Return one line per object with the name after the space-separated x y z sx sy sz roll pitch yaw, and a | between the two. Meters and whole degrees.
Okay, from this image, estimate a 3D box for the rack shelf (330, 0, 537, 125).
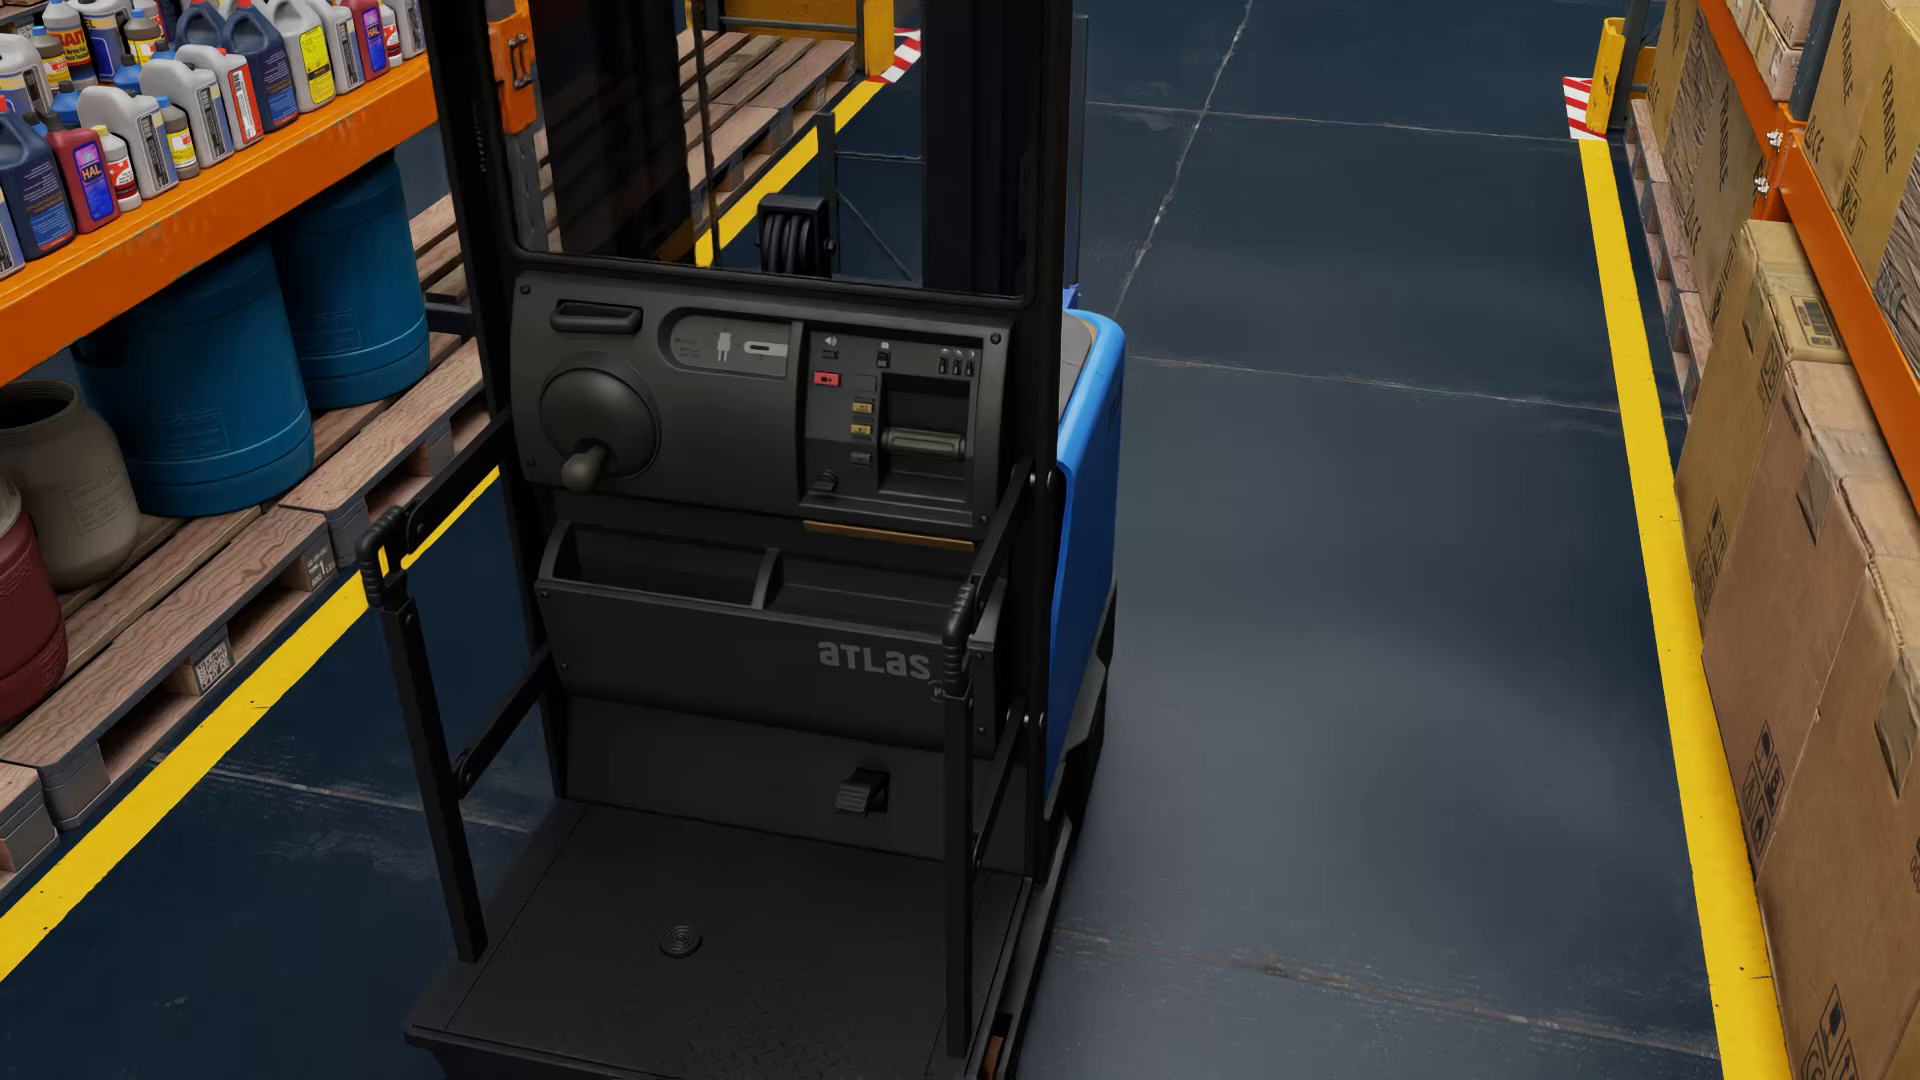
-1.471 -2.685 7.347 1.077 0.370 4.000 8 33 12 | rack shelf

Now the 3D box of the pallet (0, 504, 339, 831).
-2.523 0.256 4.650 1.003 0.211 1.213 8 33 12 | pallet

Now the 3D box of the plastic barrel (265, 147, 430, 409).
-2.134 -0.962 5.532 0.600 0.901 0.708 8 33 12 | plastic barrel

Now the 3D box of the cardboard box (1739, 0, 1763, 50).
2.703 -1.640 5.267 0.380 0.149 0.250 7 33 12 | cardboard box

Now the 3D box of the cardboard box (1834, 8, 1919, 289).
2.327 -0.852 3.702 0.500 0.500 0.500 8 33 12 | cardboard box

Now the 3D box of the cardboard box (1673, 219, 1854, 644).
2.669 -0.222 4.392 1.225 0.875 0.875 8 33 13 | cardboard box

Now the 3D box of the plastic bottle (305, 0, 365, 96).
-1.859 -1.460 4.866 0.152 0.276 0.135 8 33 12 | plastic bottle

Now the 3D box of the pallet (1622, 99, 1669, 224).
3.700 -1.749 7.805 1.003 0.211 1.213 8 33 12 | pallet

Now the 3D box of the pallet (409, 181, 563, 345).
-1.830 -1.160 6.879 1.003 0.211 1.213 8 33 12 | pallet

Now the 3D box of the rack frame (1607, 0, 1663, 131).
3.827 -3.352 7.726 1.000 3.000 0.127 8 33 12 | rack frame

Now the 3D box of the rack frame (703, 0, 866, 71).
-0.964 -4.026 8.787 1.000 3.000 0.127 8 33 12 | rack frame

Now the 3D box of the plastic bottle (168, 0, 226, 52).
-2.082 -1.332 4.595 0.144 0.351 0.185 8 33 12 | plastic bottle

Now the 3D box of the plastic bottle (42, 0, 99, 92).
-2.614 -1.461 4.873 0.097 0.271 0.097 0 32 0 | plastic bottle

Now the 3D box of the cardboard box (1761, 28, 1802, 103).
2.572 -1.373 4.848 0.380 0.149 0.250 8 33 13 | cardboard box

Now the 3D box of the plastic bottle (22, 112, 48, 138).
-2.176 -0.881 3.960 0.097 0.271 0.097 0 32 0 | plastic bottle

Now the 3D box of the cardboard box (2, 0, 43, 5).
-5.654 -3.517 9.907 0.500 0.500 0.500 8 33 12 | cardboard box

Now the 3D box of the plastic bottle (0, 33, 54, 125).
-2.553 -1.208 4.471 0.152 0.276 0.135 8 33 12 | plastic bottle

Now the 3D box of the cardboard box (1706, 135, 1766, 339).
3.057 -0.888 5.440 0.875 0.875 0.875 8 33 12 | cardboard box

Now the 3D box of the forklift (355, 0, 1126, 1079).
-0.420 -0.191 2.818 1.130 2.935 3.031 7 33 11 | forklift

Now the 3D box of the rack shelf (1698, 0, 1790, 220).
3.319 -2.010 6.287 1.077 0.370 4.000 8 33 12 | rack shelf

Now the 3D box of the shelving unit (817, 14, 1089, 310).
0.012 -0.664 4.897 0.538 1.500 1.048 7 33 11 | shelving unit

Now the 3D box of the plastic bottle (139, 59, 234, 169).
-2.021 -1.128 4.345 0.152 0.276 0.135 8 33 12 | plastic bottle

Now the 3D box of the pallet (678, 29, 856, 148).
-1.211 -2.427 8.870 1.003 0.211 1.213 8 33 12 | pallet

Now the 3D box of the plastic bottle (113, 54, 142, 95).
-2.147 -1.134 4.357 0.097 0.271 0.097 0 32 0 | plastic bottle

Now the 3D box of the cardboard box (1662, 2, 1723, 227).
3.511 -1.817 6.901 0.875 0.875 0.875 8 33 12 | cardboard box

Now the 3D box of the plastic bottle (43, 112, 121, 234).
-2.095 -0.885 3.955 0.061 0.283 0.133 8 33 12 | plastic bottle

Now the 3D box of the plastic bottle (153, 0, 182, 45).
-2.519 -1.700 5.236 0.061 0.283 0.133 8 33 12 | plastic bottle

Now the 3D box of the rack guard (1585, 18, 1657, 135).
3.833 -2.309 8.416 1.175 0.500 0.348 8 33 12 | rack guard

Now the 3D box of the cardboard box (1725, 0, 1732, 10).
2.833 -1.907 5.688 0.380 0.149 0.250 9 33 13 | cardboard box

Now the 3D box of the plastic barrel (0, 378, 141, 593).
-2.543 -0.149 4.616 0.421 0.512 0.421 0 32 0 | plastic barrel

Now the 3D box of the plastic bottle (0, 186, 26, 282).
-2.220 -0.722 3.706 0.152 0.276 0.135 8 33 12 | plastic bottle

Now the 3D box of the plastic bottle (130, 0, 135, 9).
-2.555 -1.582 5.062 0.097 0.271 0.097 0 32 0 | plastic bottle

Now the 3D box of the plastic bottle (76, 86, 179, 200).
-2.080 -1.008 4.155 0.152 0.276 0.135 8 33 12 | plastic bottle

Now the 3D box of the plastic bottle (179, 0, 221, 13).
-2.392 -1.770 5.284 0.144 0.351 0.185 8 33 12 | plastic bottle

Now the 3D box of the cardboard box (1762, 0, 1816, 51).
2.670 -1.603 4.838 0.500 0.250 0.500 7 33 11 | cardboard box

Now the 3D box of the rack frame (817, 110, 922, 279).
-0.108 -0.399 4.480 0.500 1.500 0.032 7 33 11 | rack frame

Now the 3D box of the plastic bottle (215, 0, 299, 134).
-1.943 -1.312 4.564 0.144 0.351 0.185 8 33 12 | plastic bottle

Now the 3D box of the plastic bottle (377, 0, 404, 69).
-1.769 -1.554 5.084 0.097 0.201 0.097 0 32 0 | plastic bottle

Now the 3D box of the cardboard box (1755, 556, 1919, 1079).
2.226 0.702 2.938 1.225 0.875 0.875 8 33 13 | cardboard box

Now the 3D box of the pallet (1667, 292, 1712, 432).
3.080 -0.483 5.813 1.003 0.211 1.213 8 33 12 | pallet
